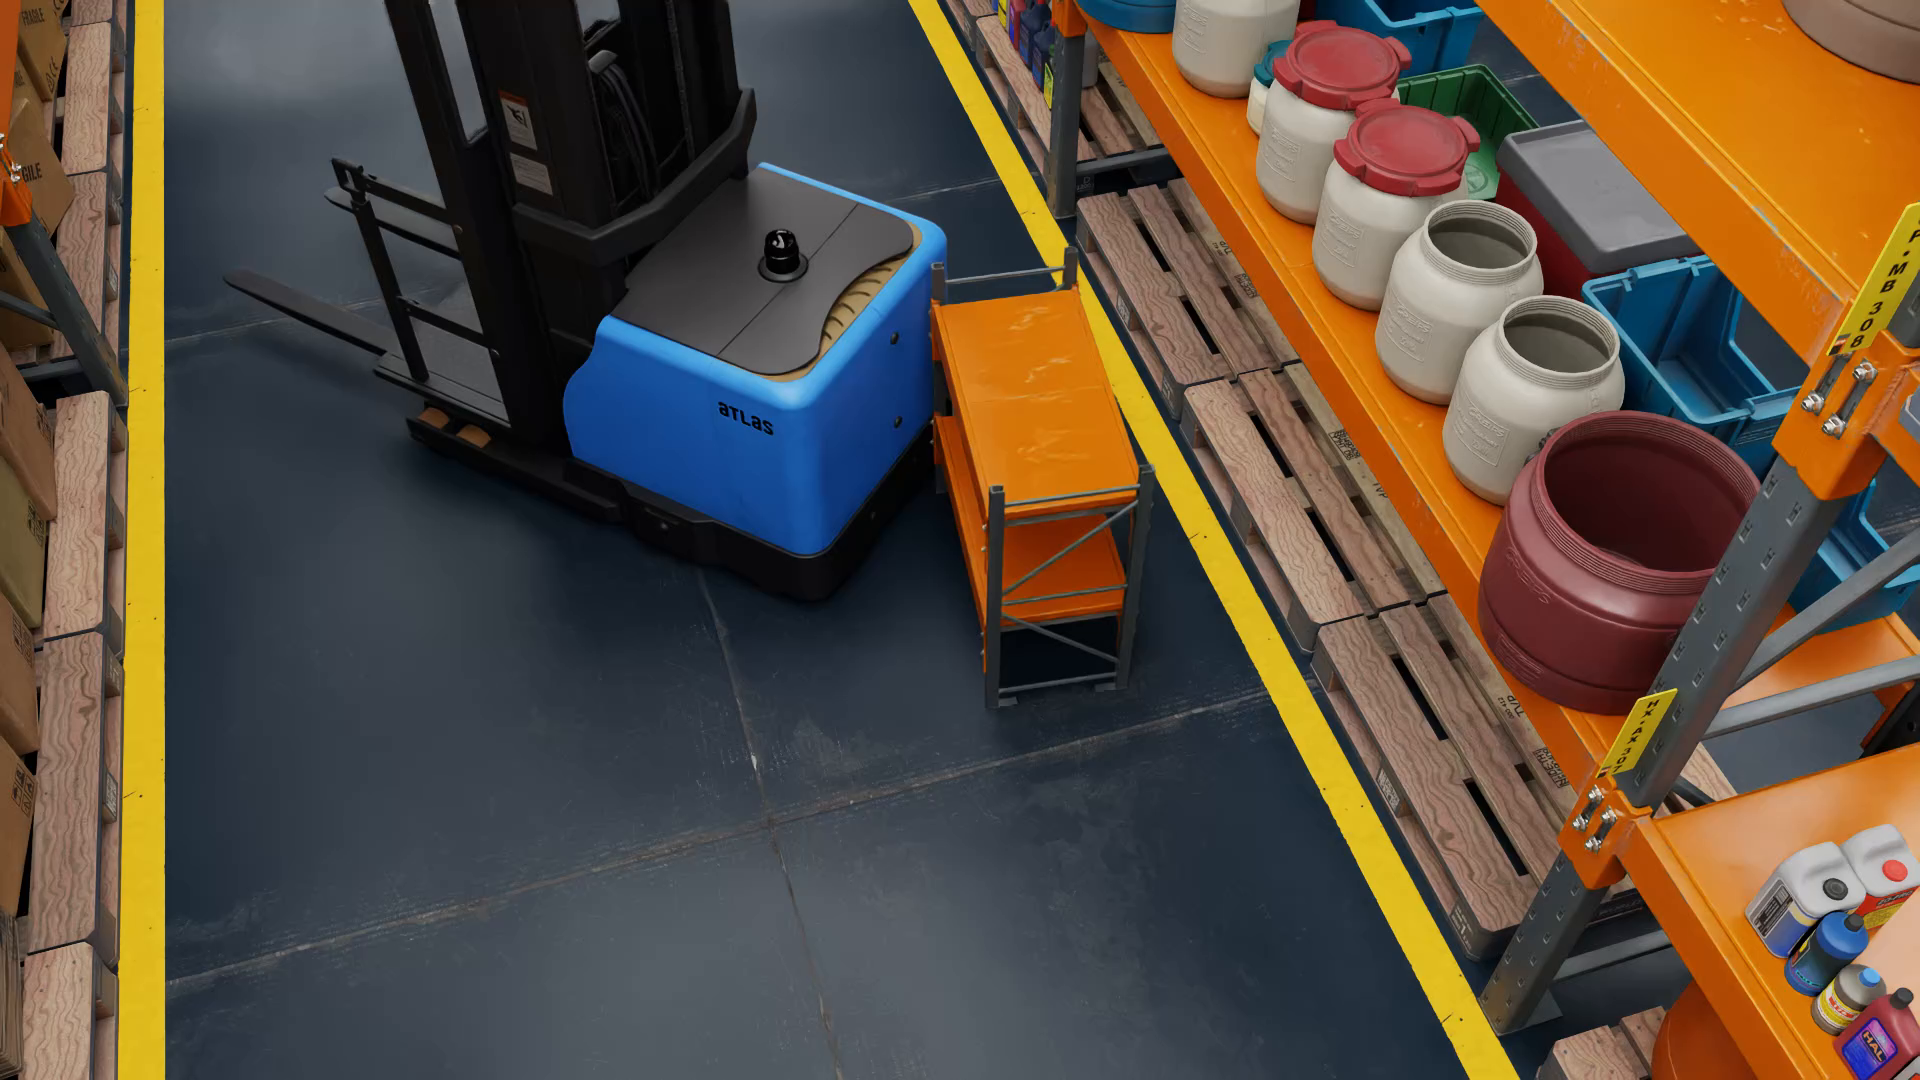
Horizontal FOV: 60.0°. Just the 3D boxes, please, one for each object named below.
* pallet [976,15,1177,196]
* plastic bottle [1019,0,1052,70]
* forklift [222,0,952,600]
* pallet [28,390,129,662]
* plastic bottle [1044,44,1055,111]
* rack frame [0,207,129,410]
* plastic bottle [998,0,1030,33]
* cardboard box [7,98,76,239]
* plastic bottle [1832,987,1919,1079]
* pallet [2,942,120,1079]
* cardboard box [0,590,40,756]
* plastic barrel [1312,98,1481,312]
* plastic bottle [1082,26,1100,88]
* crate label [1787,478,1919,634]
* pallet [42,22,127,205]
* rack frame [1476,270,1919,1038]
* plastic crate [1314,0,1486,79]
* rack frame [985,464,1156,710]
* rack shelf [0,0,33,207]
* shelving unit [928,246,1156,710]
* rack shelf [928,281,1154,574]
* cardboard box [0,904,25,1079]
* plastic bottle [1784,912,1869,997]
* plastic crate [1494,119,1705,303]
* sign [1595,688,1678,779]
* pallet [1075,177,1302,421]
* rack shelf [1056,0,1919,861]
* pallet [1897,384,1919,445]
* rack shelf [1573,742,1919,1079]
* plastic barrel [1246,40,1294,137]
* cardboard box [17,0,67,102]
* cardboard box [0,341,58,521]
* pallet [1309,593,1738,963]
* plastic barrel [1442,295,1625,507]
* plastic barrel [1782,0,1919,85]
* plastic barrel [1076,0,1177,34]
[{"bbox_3d":[0.727,-2.153,7.927,1.003,0.211,1.213,-13,51,-11],"label":"pallet"},{"bbox_3d":[0.364,-2.386,7.744,0.144,0.351,0.185,-16,52,-13],"label":"plastic bottle"},{"bbox_3d":[-1.571,-1.561,5.649,3.031,2.935,1.130,23,54,18],"label":"forklift"},{"bbox_3d":[-3.614,0.035,6.083,1.003,0.211,1.213,-13,51,-11],"label":"pallet"},{"bbox_3d":[0.429,-2.095,7.543,0.061,0.283,0.133,-11,51,-9],"label":"plastic bottle"},{"bbox_3d":[-3.845,-1.432,5.496,1.000,3.000,0.127,-13,51,-11],"label":"rack frame"},{"bbox_3d":[0.268,-2.621,7.943,0.144,0.351,0.185,-14,51,-11],"label":"plastic bottle"},{"bbox_3d":[-4.102,-1.480,6.896,0.500,0.500,0.500,1,50,1],"label":"cardboard box"},{"bbox_3d":[1.942,1.046,3.482,0.061,0.283,0.133,-13,51,-11],"label":"plastic bottle"},{"bbox_3d":[-2.892,1.817,4.580,1.003,0.211,1.213,-13,51,-11],"label":"pallet"},{"bbox_3d":[-3.395,0.446,5.259,0.700,0.500,0.500,-17,52,-14],"label":"cardboard box"},{"bbox_3d":[1.305,-0.996,5.039,0.433,0.535,0.433,0,50,0],"label":"plastic barrel"},{"bbox_3d":[0.558,-2.278,7.653,0.144,0.351,0.185,-13,51,-11],"label":"plastic bottle"},{"bbox_3d":[2.303,0.031,4.372,0.303,0.233,0.416,-13,51,-11],"label":"crate label"},{"bbox_3d":[-4.442,-1.909,7.721,1.003,0.211,1.213,-13,51,-11],"label":"pallet"},{"bbox_3d":[2.069,0.369,3.977,1.000,3.000,0.127,-13,51,-11],"label":"rack frame"},{"bbox_3d":[1.510,-1.812,5.826,0.392,0.384,0.575,-13,51,-11],"label":"plastic crate"},{"bbox_3d":[0.335,0.180,5.363,0.500,1.125,0.032,-8,50,-7],"label":"rack frame"},{"bbox_3d":[-4.437,-2.661,7.002,1.077,0.370,4.000,-13,51,-11],"label":"rack shelf"},{"bbox_3d":[0.243,-0.203,5.685,0.538,1.125,1.048,-8,50,-7],"label":"shelving unit"},{"bbox_3d":[0.243,-0.391,5.461,0.538,0.278,1.000,-8,50,-7],"label":"rack shelf"},{"bbox_3d":[-3.056,1.266,4.568,0.700,0.500,0.500,-17,52,-14],"label":"cardboard box"},{"bbox_3d":[1.896,0.891,3.621,0.097,0.271,0.097,0,50,0],"label":"plastic bottle"},{"bbox_3d":[1.884,-0.901,5.006,0.402,0.464,0.583,-13,51,-11],"label":"plastic crate"},{"bbox_3d":[1.546,0.446,3.805,0.100,0.325,0.005,-13,51,-11],"label":"sign"},{"bbox_3d":[1.155,-1.089,7.030,1.003,0.211,1.213,-13,51,-11],"label":"pallet"},{"bbox_3d":[1.478,-0.860,5.483,1.077,0.370,4.000,-13,51,-11],"label":"rack shelf"},{"bbox_3d":[2.202,0.044,2.413,1.003,0.211,1.213,-13,51,-11],"label":"pallet"},{"bbox_3d":[2.661,2.062,3.020,1.077,0.370,4.000,-13,51,-11],"label":"rack shelf"},{"bbox_3d":[1.131,-1.506,5.648,0.301,0.262,0.301,0,50,0],"label":"plastic barrel"},{"bbox_3d":[-4.483,-2.333,7.615,0.500,0.500,0.500,-9,50,-8],"label":"cardboard box"},{"bbox_3d":[-3.684,-0.315,5.901,0.700,0.500,0.500,-17,52,-14],"label":"cardboard box"},{"bbox_3d":[1.877,0.693,5.527,1.003,0.211,1.213,-13,51,-11],"label":"pallet"},{"bbox_3d":[1.561,-0.370,4.527,0.421,0.512,0.421,0,50,0],"label":"plastic barrel"},{"bbox_3d":[2.034,-1.408,3.185,0.600,0.901,0.600,0,50,0],"label":"plastic barrel"},{"bbox_3d":[0.711,-2.363,5.952,0.600,0.901,0.708,-13,51,-11],"label":"plastic barrel"}]
